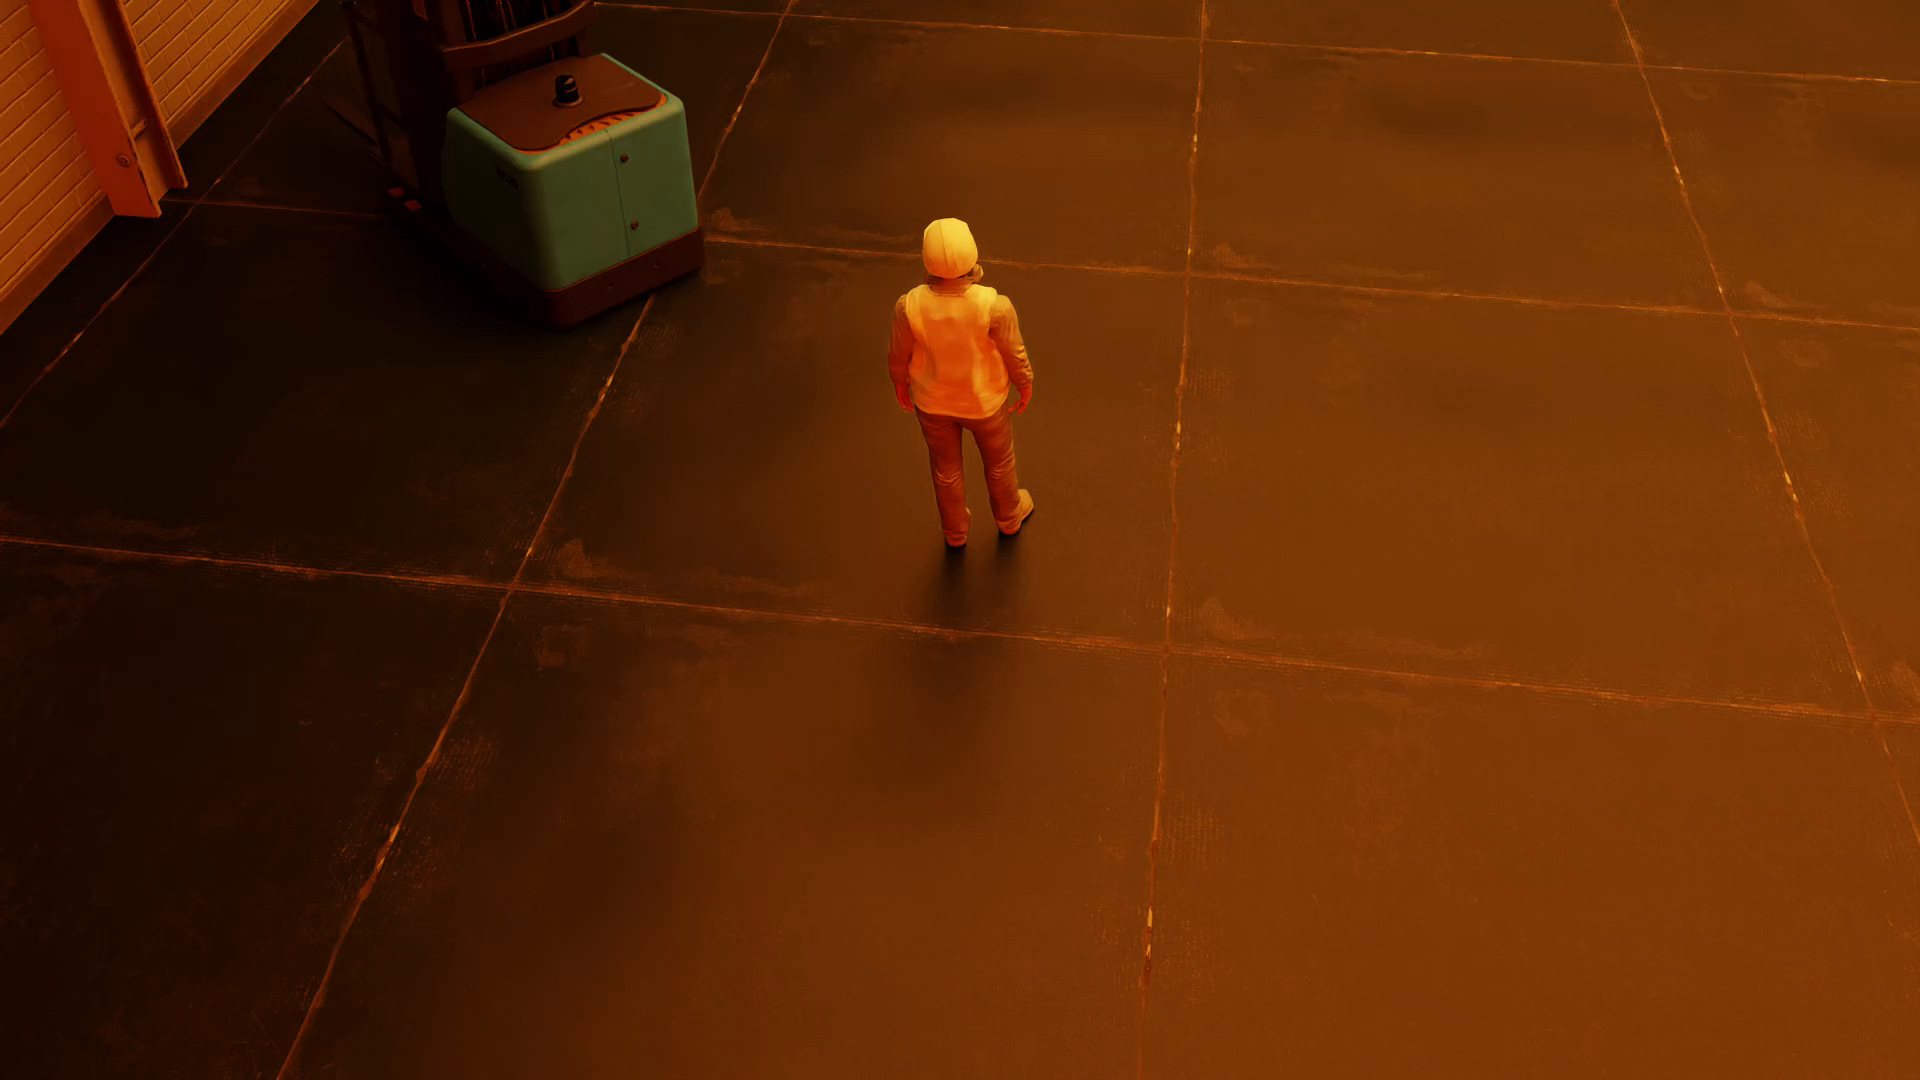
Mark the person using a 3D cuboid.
[{"bbox_3d":[0.016,-0.700,7.331,0.633,1.775,0.566,5,43,6],"label":"person"}]

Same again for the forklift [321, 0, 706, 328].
[{"bbox_3d":[-2.822,-3.144,9.147,1.130,2.935,3.031,-32,51,-30],"label":"forklift"}]
